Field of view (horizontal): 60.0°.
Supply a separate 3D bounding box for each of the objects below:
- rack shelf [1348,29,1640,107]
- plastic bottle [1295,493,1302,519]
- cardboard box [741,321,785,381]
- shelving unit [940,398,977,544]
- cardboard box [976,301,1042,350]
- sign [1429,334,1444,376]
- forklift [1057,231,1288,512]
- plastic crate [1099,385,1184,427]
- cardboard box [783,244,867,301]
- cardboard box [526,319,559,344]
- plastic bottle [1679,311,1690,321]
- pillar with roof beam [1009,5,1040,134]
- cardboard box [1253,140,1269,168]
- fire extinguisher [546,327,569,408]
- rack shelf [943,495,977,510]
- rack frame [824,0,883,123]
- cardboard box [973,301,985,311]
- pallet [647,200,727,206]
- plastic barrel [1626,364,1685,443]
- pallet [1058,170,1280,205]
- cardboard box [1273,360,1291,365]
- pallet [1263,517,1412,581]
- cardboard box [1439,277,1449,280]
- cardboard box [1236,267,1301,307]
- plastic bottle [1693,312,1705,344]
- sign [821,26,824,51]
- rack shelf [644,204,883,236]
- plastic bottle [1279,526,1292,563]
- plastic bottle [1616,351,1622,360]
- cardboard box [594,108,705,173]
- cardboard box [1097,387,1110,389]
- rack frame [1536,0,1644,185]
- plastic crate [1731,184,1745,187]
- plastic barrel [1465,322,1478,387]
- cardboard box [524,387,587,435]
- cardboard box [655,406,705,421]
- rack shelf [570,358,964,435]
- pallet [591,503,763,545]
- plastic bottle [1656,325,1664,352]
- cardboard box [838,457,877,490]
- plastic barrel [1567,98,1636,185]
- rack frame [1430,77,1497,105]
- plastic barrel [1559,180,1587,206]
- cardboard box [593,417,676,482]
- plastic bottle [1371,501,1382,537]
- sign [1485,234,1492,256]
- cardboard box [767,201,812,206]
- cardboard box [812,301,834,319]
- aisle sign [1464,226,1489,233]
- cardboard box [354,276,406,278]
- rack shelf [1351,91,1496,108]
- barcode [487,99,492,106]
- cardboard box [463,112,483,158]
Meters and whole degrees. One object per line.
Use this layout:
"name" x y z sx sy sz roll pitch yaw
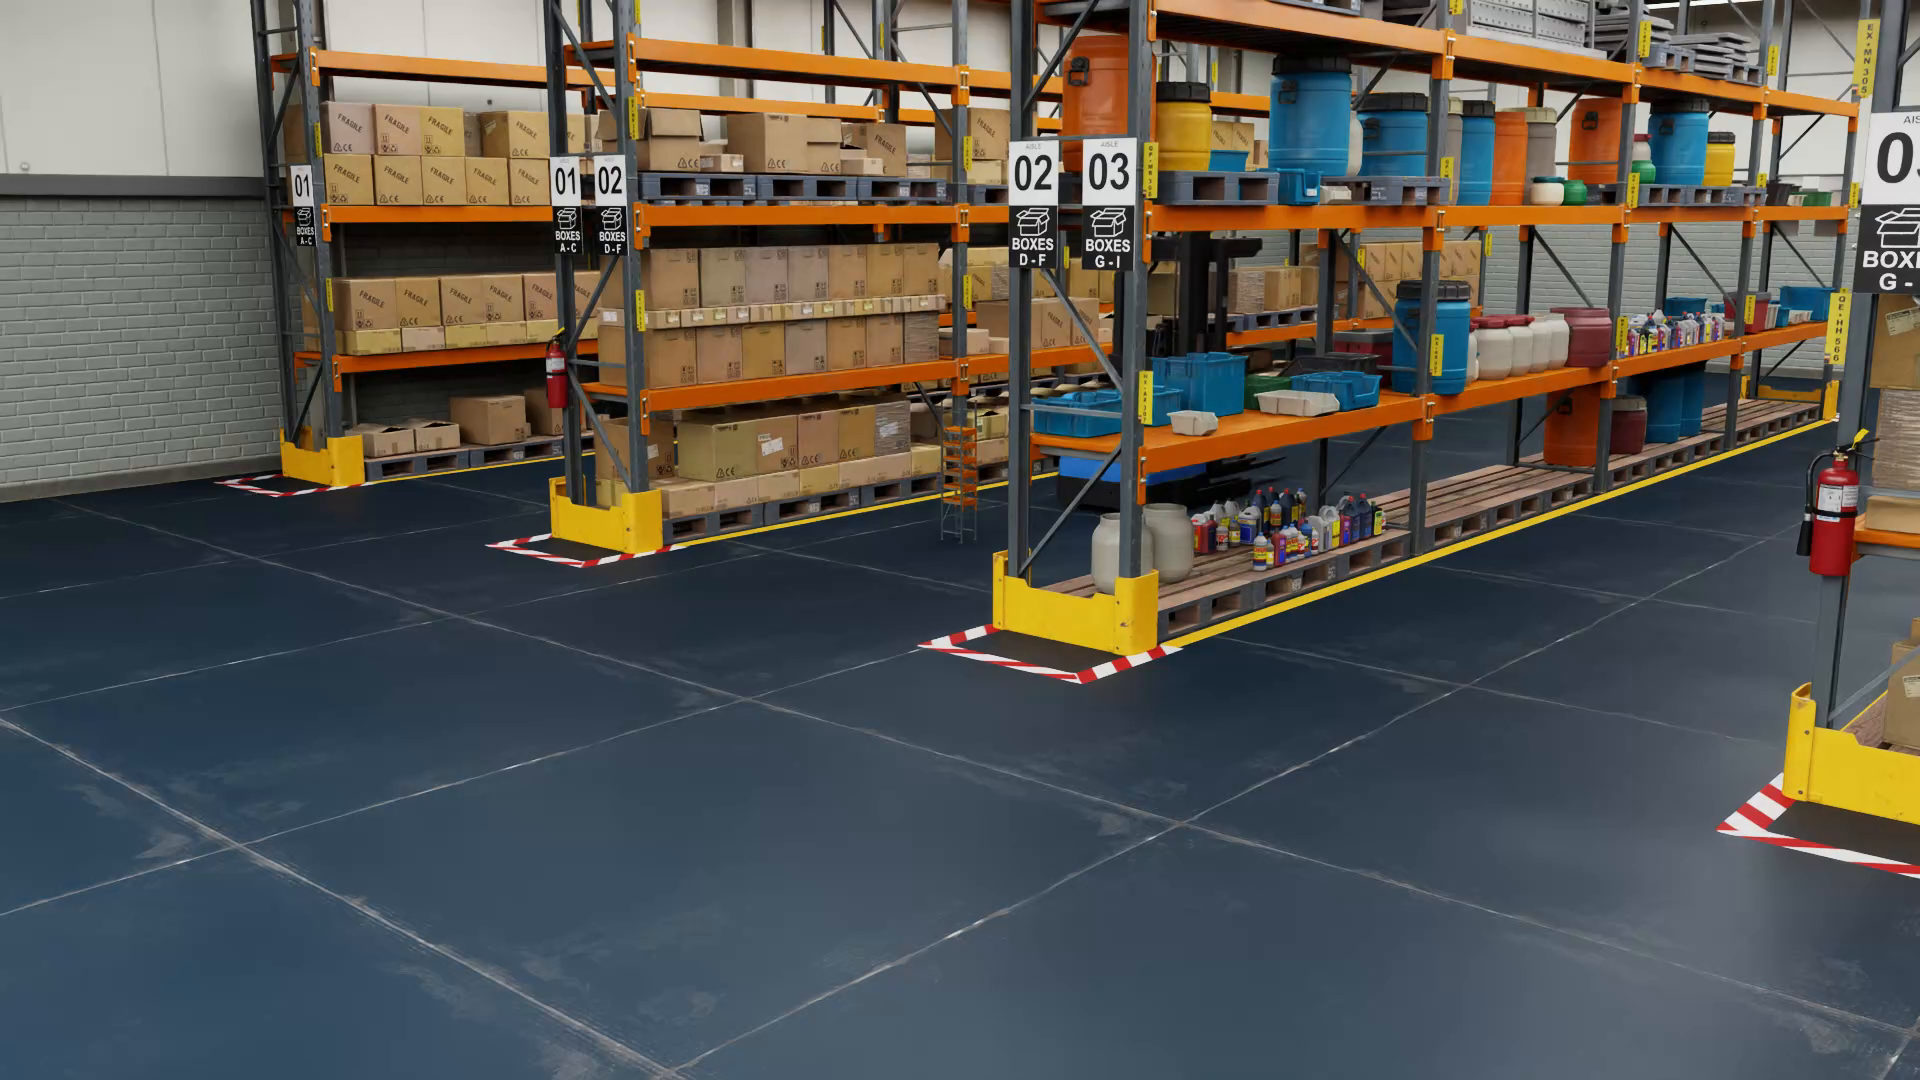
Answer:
"rack shelf" 4.694 -4.091 14.576 1.077 0.370 4.000 10 15 40
"plastic bottle" 2.722 -0.232 13.529 0.061 0.283 0.133 10 15 40
"cardboard box" -1.992 -1.723 14.922 0.700 0.500 0.500 10 15 41
"shelving unit" -0.010 -0.586 14.083 0.258 1.200 0.189 10 15 40
"cardboard box" 0.522 -2.282 17.724 0.500 0.500 0.500 -11 16 -43
"sign" 3.780 -1.467 13.190 0.100 0.325 0.005 10 15 40
"forklift" 2.236 -1.911 16.295 1.130 2.935 3.031 9 14 38
"plastic crate" 1.272 -0.949 11.686 0.499 0.251 0.408 10 15 40
"cardboard box" -1.297 -2.516 15.581 0.700 0.500 0.500 10 15 40
"cardboard box" -4.809 -2.364 18.720 0.500 0.250 0.500 10 15 40
"plastic bottle" 8.063 -2.371 18.547 0.144 0.351 0.185 10 15 40
"pillar with roof beam" 4.259 -6.462 23.588 9.100 9.000 0.400 10 15 40
"cardboard box" 3.670 -4.736 21.021 0.600 0.600 0.600 9 14 38
"fire extinguisher" -3.412 -1.461 14.065 0.296 0.674 0.183 10 15 40
"rack shelf" -0.010 -0.307 14.139 0.258 0.103 0.180 10 15 40
"rack frame" -1.428 -6.215 22.353 1.000 3.000 0.127 10 15 40
"cardboard box" 0.147 -3.443 24.382 0.380 0.149 0.250 10 15 42
"pallet" -3.581 -4.141 20.105 1.213 0.211 1.003 10 15 40
"plastic barrel" 7.815 -1.576 18.727 0.600 0.901 0.708 10 15 40
"pallet" 1.353 -2.303 10.905 1.003 0.211 1.213 10 15 40
"cardboard box" 4.434 -2.172 22.686 0.500 0.500 0.500 9 14 38
"pallet" 2.899 0.057 13.387 1.003 0.211 1.213 10 15 40
"cardboard box" 6.812 -3.609 24.366 0.500 0.500 0.500 10 15 41
"cardboard box" 4.049 -3.327 21.881 0.500 0.500 0.700 -9 15 -39
"plastic bottle" 8.172 -2.352 18.454 0.144 0.351 0.185 10 15 40
"sign" -1.847 -6.822 22.603 0.100 0.325 0.005 10 15 40
"rack shelf" -2.748 -4.097 21.244 1.077 0.370 4.000 10 15 40
"plastic bottle" 2.390 0.030 12.245 0.097 0.271 0.097 0 11 0
"plastic bottle" 6.543 -1.953 16.649 0.152 0.276 0.135 10 15 40
"cardboard box" -2.603 -3.336 13.906 0.637 0.503 0.797 -11 16 -44
"cardboard box" 1.797 -1.580 18.978 0.500 0.311 0.500 9 15 39
"rack frame" 6.014 -4.934 15.940 1.000 3.000 0.127 10 15 40
"plastic crate" 9.600 -4.296 20.706 0.437 0.282 0.530 10 15 40
"plastic barrel" 4.170 -1.583 14.131 0.433 0.535 0.433 0 11 0
"cardboard box" -4.723 -1.517 19.406 0.500 0.500 0.500 8 14 36
"cardboard box" -3.595 -1.785 20.749 0.700 0.500 0.500 10 15 42
"rack shelf" -1.665 -1.398 15.388 1.077 0.370 4.000 10 15 40
"pallet" -2.512 -0.207 14.707 1.003 0.211 1.213 10 15 40
"plastic bottle" 7.340 -2.121 17.470 0.061 0.283 0.133 10 15 40
"cardboard box" -1.143 -0.658 15.796 0.500 0.250 0.500 10 15 40
"plastic barrel" 6.391 -3.963 16.567 0.600 0.830 0.708 10 15 40
"rack frame" 7.577 -6.752 25.042 1.000 3.000 0.127 10 15 40
"plastic barrel" 5.890 -3.344 16.034 0.294 0.245 0.294 0 11 0
"cardboard box" -2.855 -0.799 14.586 0.500 0.500 0.500 10 15 40
"plastic bottle" 3.304 -0.174 13.236 0.061 0.283 0.133 11 16 43
"sign" 7.980 -4.458 25.111 0.100 0.325 0.005 10 15 40
"cardboard box" -2.353 -4.626 21.740 0.637 0.503 0.797 -10 15 -40
"cardboard box" -1.376 -2.118 15.246 0.380 0.149 0.250 10 15 42
"aisle sign" 7.852 -5.056 25.227 0.394 0.787 0.004 10 15 40
"cardboard box" -6.217 -2.570 17.836 0.500 0.500 0.500 10 15 41
"rack shelf" 6.256 -6.104 23.640 1.077 0.370 4.000 10 15 40
"barcode" -5.309 -4.938 18.769 0.001 0.075 0.075 10 15 40
"cardboard box" -5.589 -4.438 18.255 0.500 0.500 0.500 10 15 40
